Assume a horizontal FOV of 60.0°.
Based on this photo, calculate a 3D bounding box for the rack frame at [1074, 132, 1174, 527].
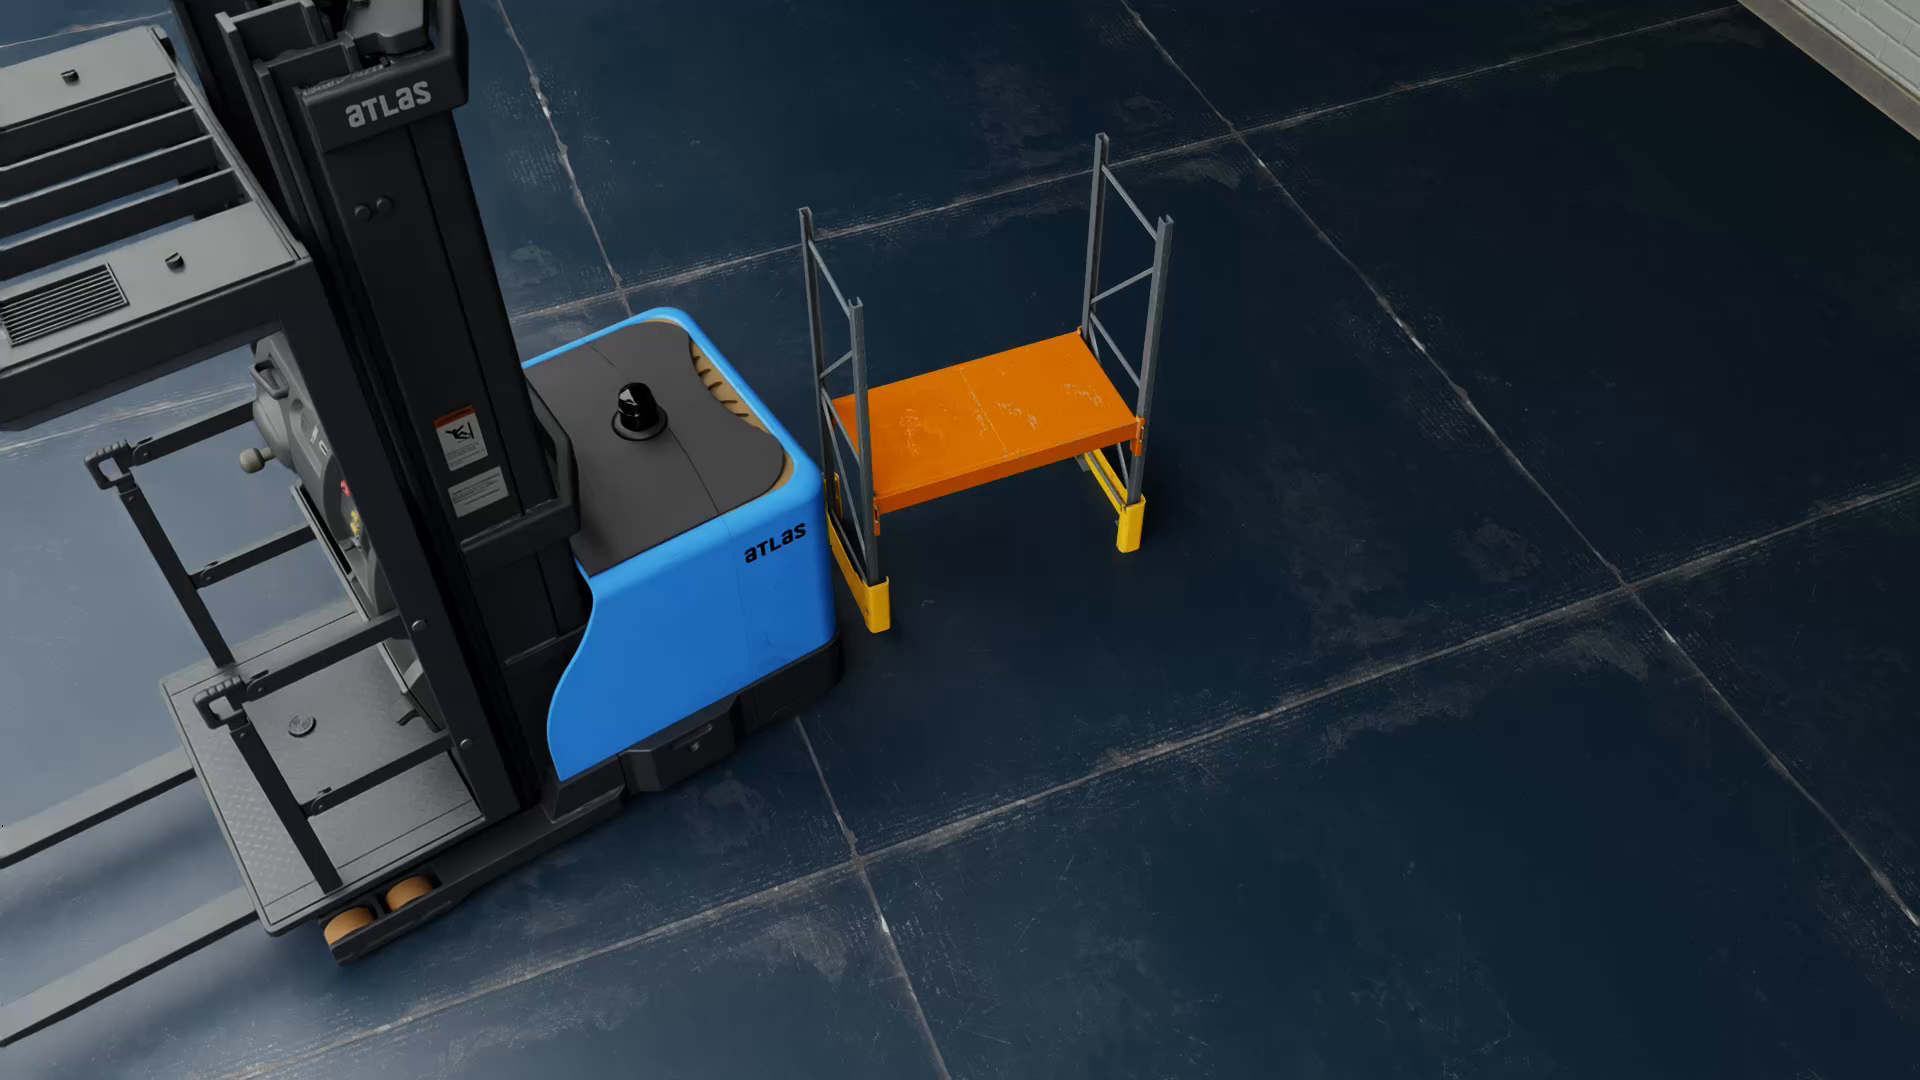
[{"bbox_3d":[0.550,-0.659,5.827,0.032,1.500,0.500,-17,52,-14],"label":"rack frame"}]

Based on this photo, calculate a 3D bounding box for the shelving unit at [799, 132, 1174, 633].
[{"bbox_3d":[0.071,-0.511,5.700,1.083,1.500,0.587,-17,52,-14],"label":"shelving unit"}]

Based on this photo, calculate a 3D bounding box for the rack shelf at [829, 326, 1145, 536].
[{"bbox_3d":[0.079,-0.396,5.838,1.000,0.185,0.538,-17,52,-14],"label":"rack shelf"}]

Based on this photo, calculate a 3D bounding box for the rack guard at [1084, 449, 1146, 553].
[{"bbox_3d":[0.532,-0.246,6.297,0.087,0.250,0.587,-17,52,-14],"label":"rack guard"}]

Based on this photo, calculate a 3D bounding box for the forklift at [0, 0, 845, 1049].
[{"bbox_3d":[-1.908,-0.125,4.426,3.031,2.935,1.130,-27,55,-21],"label":"forklift"}]

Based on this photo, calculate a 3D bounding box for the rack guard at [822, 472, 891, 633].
[{"bbox_3d":[-0.390,0.040,6.051,0.087,0.250,0.587,-17,52,-14],"label":"rack guard"}]

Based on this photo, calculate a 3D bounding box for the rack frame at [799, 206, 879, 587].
[{"bbox_3d":[-0.392,-0.367,5.577,0.032,1.500,0.500,-17,52,-14],"label":"rack frame"}]
